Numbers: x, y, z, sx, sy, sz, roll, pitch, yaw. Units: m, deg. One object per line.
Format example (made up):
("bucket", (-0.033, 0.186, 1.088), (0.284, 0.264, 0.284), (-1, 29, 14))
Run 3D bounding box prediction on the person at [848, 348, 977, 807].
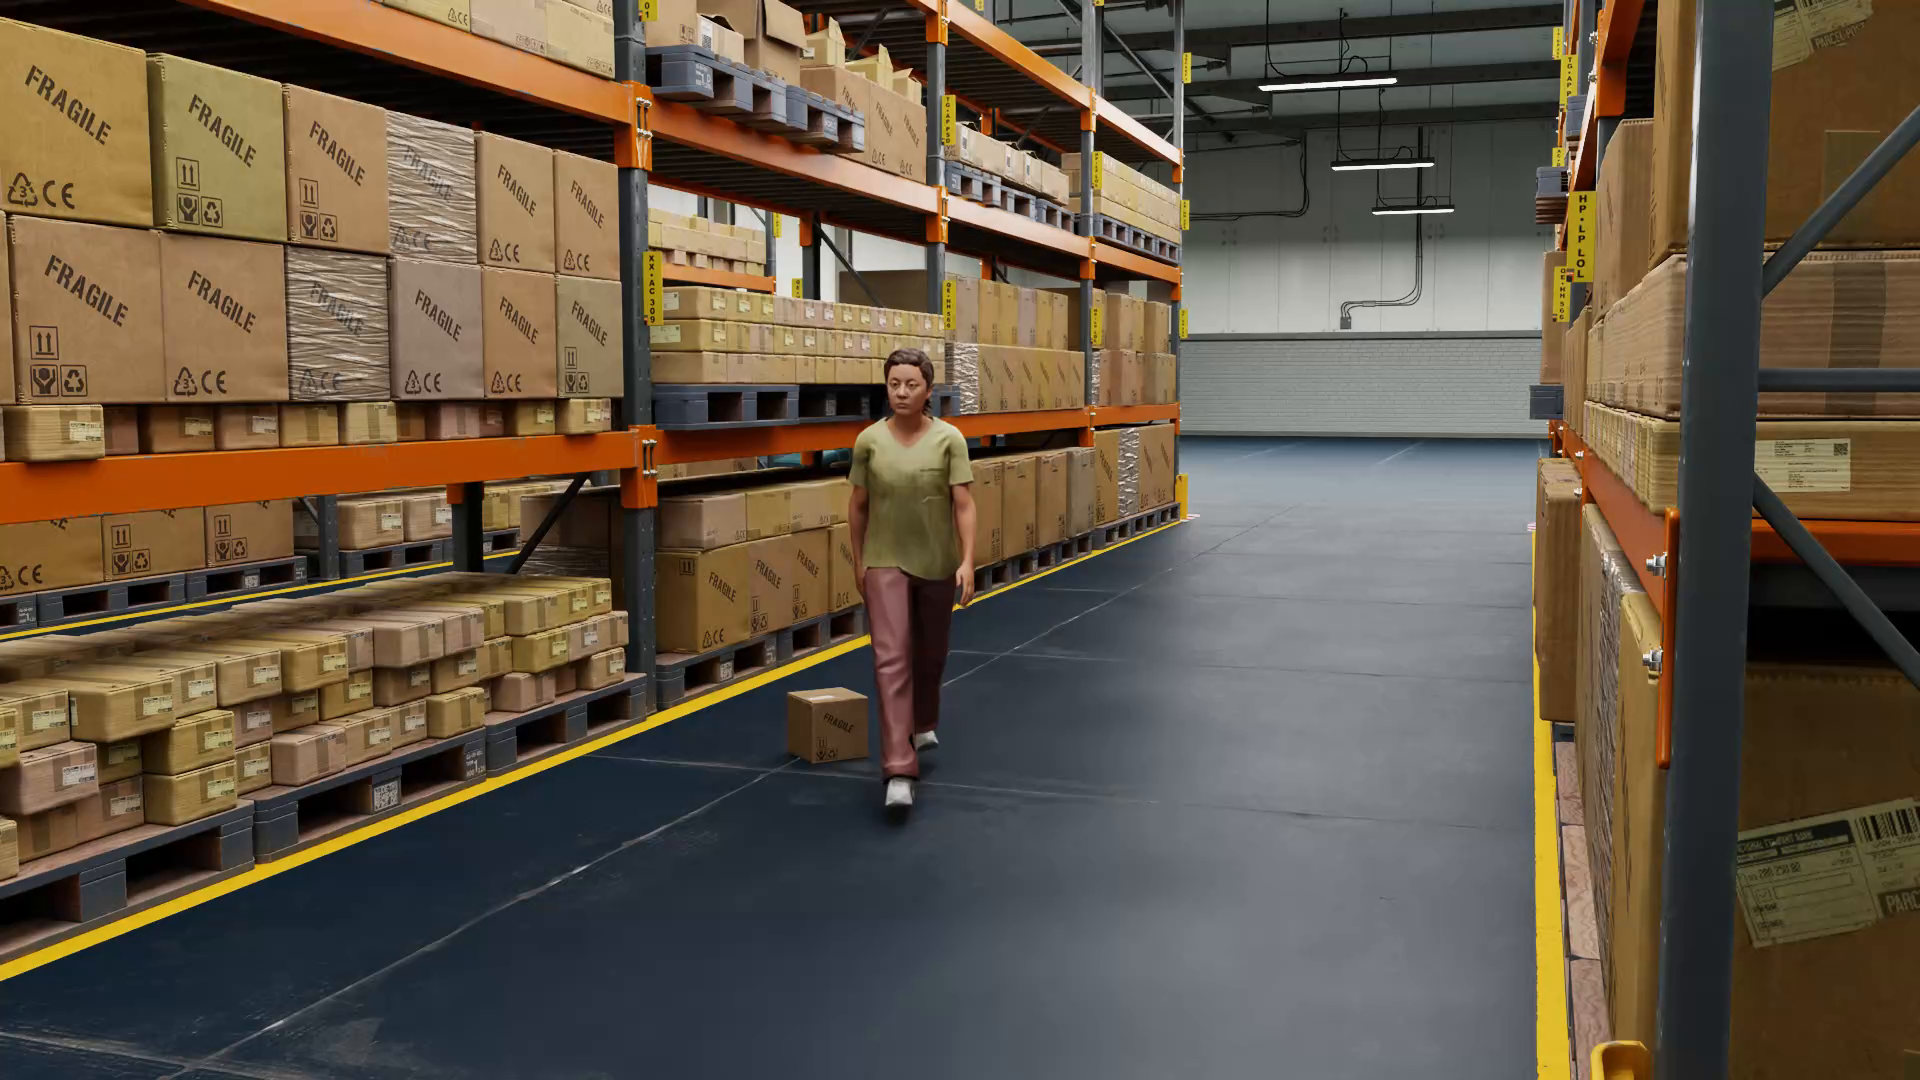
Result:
("person", (-0.176, 0.100, 6.142), (0.458, 1.609, 1.106), (-1, 5, -7))
